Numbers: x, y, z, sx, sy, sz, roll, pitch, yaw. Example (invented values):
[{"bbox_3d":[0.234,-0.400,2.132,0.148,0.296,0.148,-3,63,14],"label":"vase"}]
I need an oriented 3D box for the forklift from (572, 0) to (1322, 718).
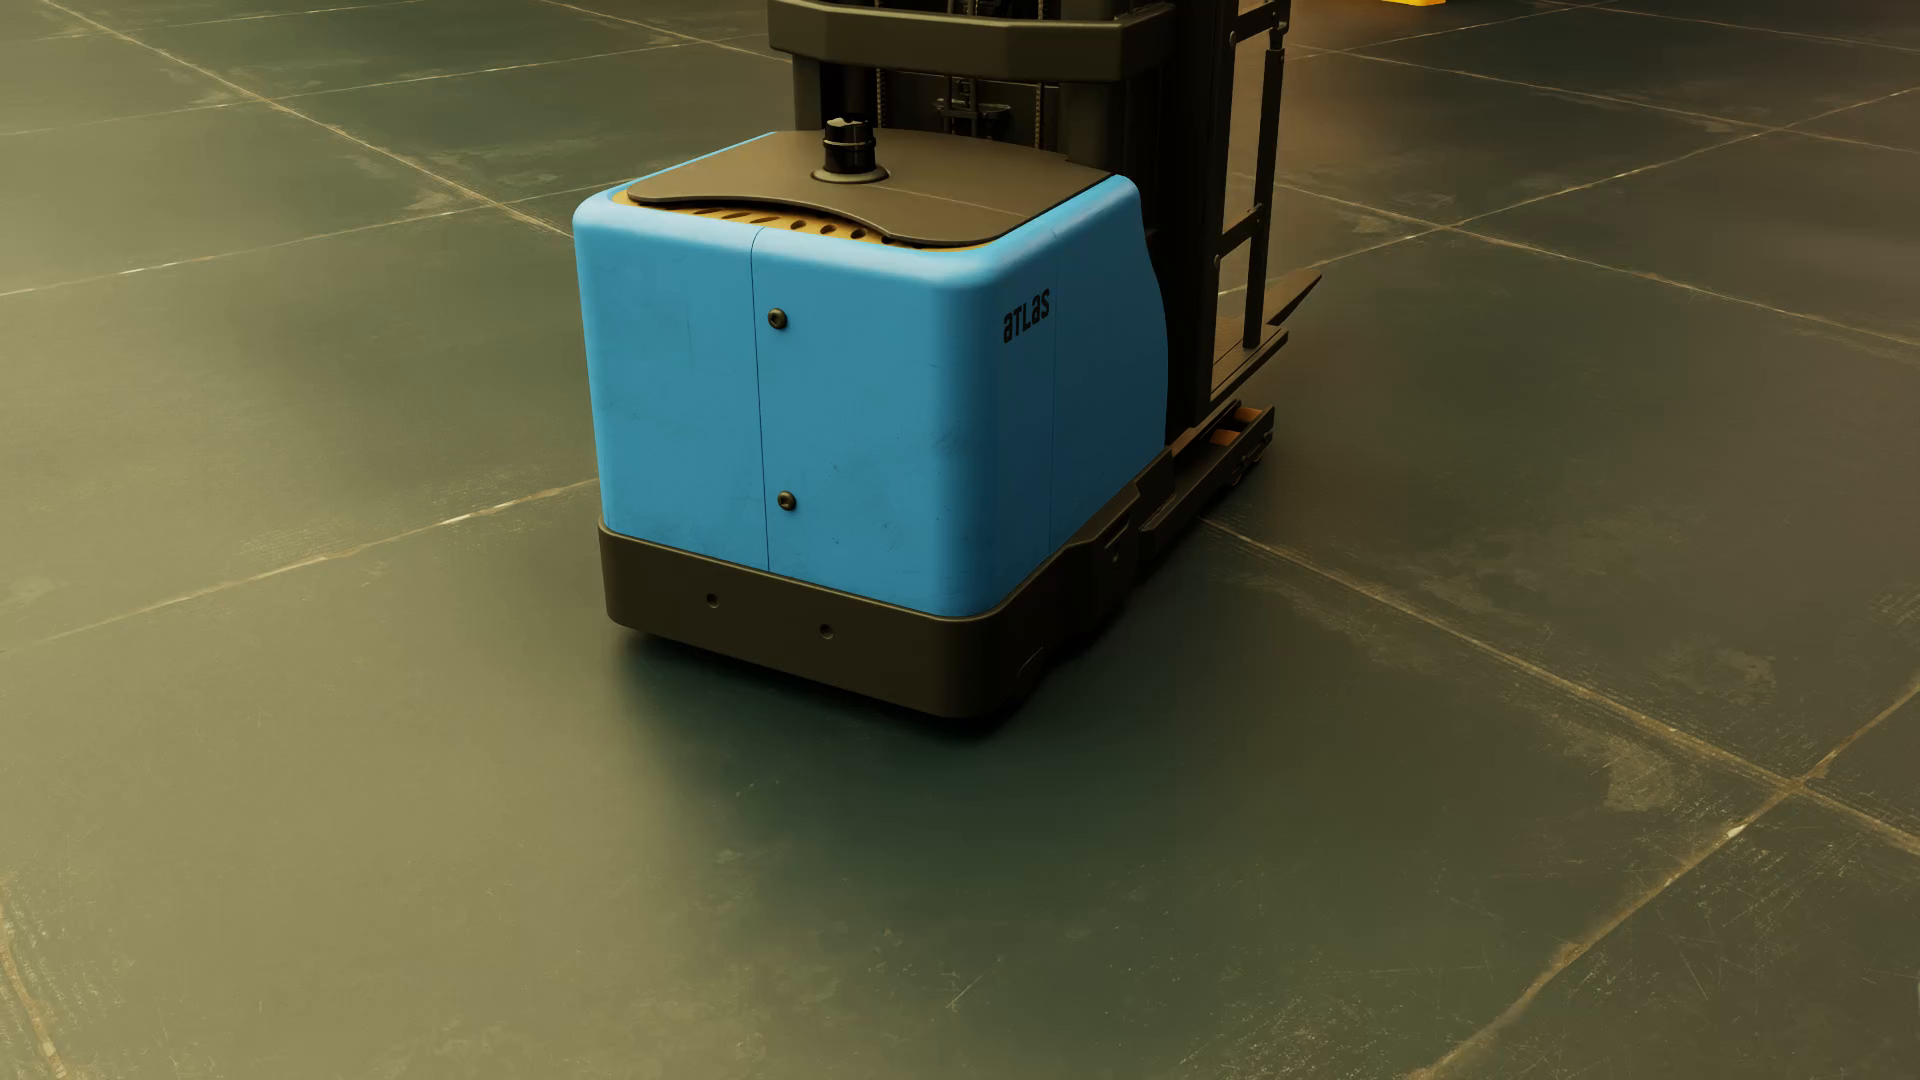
[{"bbox_3d":[0.285,-1.552,4.331,1.130,2.935,3.031,13,29,25],"label":"forklift"}]
